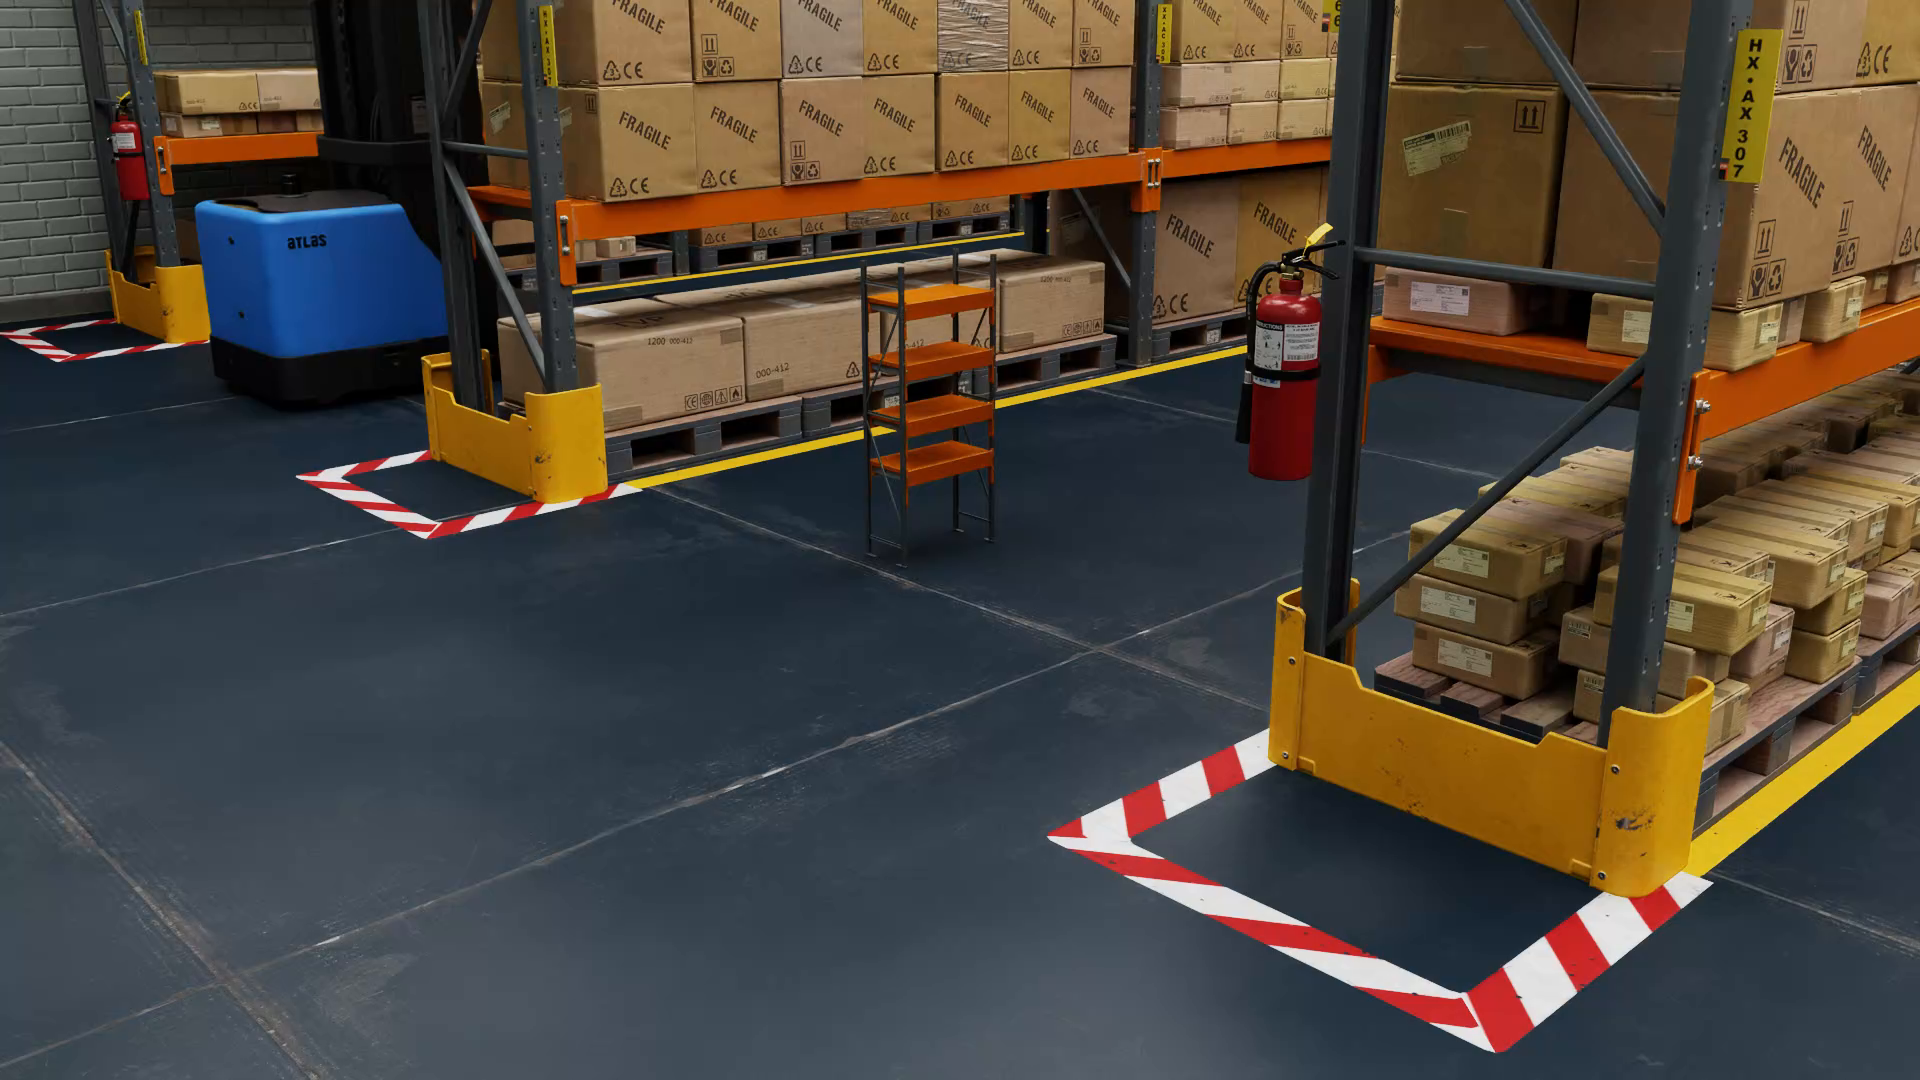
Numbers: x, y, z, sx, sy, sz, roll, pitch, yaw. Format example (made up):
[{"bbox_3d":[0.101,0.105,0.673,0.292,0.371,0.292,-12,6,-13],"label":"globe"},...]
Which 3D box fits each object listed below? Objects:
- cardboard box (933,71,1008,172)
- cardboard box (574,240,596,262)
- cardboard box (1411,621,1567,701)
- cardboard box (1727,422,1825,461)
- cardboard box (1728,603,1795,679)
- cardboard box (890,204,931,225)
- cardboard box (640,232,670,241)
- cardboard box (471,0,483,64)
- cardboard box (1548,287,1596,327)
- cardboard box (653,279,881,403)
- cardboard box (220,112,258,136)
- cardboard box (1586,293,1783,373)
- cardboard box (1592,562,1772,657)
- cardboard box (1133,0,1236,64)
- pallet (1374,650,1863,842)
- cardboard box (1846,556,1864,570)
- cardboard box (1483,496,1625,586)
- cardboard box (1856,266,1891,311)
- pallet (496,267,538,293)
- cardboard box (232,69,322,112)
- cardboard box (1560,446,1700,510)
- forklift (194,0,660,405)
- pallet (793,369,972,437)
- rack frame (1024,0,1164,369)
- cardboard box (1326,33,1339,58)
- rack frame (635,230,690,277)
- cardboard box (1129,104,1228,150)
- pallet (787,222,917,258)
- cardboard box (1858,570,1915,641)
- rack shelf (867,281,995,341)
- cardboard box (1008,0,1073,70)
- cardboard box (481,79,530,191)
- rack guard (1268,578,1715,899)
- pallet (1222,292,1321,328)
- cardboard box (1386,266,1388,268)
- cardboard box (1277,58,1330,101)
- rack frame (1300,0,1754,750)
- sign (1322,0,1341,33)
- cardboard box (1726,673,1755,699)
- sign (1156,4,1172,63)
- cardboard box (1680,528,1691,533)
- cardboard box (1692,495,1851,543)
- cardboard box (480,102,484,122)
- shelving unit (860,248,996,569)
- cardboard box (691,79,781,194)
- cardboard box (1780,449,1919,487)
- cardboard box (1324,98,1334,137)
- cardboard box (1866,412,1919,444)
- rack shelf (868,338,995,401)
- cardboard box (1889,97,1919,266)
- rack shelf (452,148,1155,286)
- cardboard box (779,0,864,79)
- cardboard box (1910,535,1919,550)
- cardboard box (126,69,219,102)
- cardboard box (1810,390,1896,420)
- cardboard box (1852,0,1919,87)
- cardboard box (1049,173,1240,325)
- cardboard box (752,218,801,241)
[{"bbox_3d":[-0.090,-2.273,8.969,0.500,0.500,0.500,-17,24,-42],"label":"cardboard box"},{"bbox_3d":[-3.079,-2.352,13.128,0.258,0.266,0.396,-15,23,-39],"label":"cardboard box"},{"bbox_3d":[1.604,0.333,5.036,0.250,0.149,0.380,-16,24,-40],"label":"cardboard box"},{"bbox_3d":[2.932,-0.331,6.119,0.380,0.149,0.250,17,24,42],"label":"cardboard box"},{"bbox_3d":[2.160,0.251,4.807,0.250,0.149,0.380,-16,24,-41],"label":"cardboard box"},{"bbox_3d":[-0.618,-3.218,15.418,0.500,0.500,0.500,-15,23,-39],"label":"cardboard box"},{"bbox_3d":[-2.463,-2.893,14.417,0.500,0.500,0.500,-16,24,-41],"label":"cardboard box"},{"bbox_3d":[-3.881,-3.883,12.643,0.500,0.500,0.500,-17,25,-42],"label":"cardboard box"},{"bbox_3d":[1.614,-0.723,4.757,0.250,0.149,0.380,-16,24,-41],"label":"cardboard box"},{"bbox_3d":[-1.039,-1.092,8.963,0.875,0.438,0.875,-15,24,-39],"label":"cardboard box"},{"bbox_3d":[-4.942,-2.818,11.219,0.250,0.149,0.380,-15,24,-39],"label":"cardboard box"},{"bbox_3d":[1.825,-0.541,4.197,0.250,0.149,0.380,-17,24,-41],"label":"cardboard box"},{"bbox_3d":[1.979,0.173,4.564,0.380,0.149,0.250,17,24,41],"label":"cardboard box"},{"bbox_3d":[1.314,-3.153,10.062,0.500,0.500,0.500,-16,24,-40],"label":"cardboard box"},{"bbox_3d":[2.035,0.481,5.159,1.213,0.211,1.003,-16,24,-41],"label":"pallet"},{"bbox_3d":[2.665,0.071,5.360,0.380,0.149,0.250,16,24,41],"label":"cardboard box"},{"bbox_3d":[1.797,-0.001,5.102,0.250,0.149,0.380,-16,24,-40],"label":"cardboard box"},{"bbox_3d":[2.522,-0.787,4.955,0.250,0.149,0.380,-17,24,-41],"label":"cardboard box"},{"bbox_3d":[-4.002,-1.981,12.752,1.213,0.211,1.003,-16,24,-41],"label":"pallet"},{"bbox_3d":[-4.642,-3.078,11.374,0.500,0.250,0.500,-16,24,-40],"label":"cardboard box"},{"bbox_3d":[2.287,-0.195,5.699,0.250,0.149,0.380,-15,23,-39],"label":"cardboard box"},{"bbox_3d":[-2.963,-2.515,9.989,3.031,2.935,1.130,-17,25,-42],"label":"forklift"},{"bbox_3d":[-0.696,-0.871,9.329,1.213,0.211,1.003,-16,24,-41],"label":"pallet"},{"bbox_3d":[0.797,-2.601,10.143,0.127,3.000,1.000,-16,24,-41],"label":"rack frame"},{"bbox_3d":[2.402,-3.483,11.082,0.500,0.500,0.500,-17,24,-42],"label":"cardboard box"},{"bbox_3d":[-2.616,-3.712,13.571,0.127,3.000,1.000,-16,24,-41],"label":"rack frame"},{"bbox_3d":[1.298,-2.564,10.271,0.500,0.250,0.500,-17,25,-42],"label":"cardboard box"},{"bbox_3d":[-1.164,-2.827,15.360,1.213,0.211,1.003,-16,24,-41],"label":"pallet"},{"bbox_3d":[2.897,0.185,5.491,0.380,0.149,0.250,16,24,41],"label":"cardboard box"},{"bbox_3d":[-0.120,-0.909,6.570,0.480,0.148,0.258,-16,24,-41],"label":"rack shelf"},{"bbox_3d":[0.270,-2.856,9.148,0.500,0.500,0.500,-17,24,-42],"label":"cardboard box"},{"bbox_3d":[-1.941,-1.962,8.011,0.500,0.500,0.500,-16,24,-41],"label":"cardboard box"},{"bbox_3d":[1.420,0.508,4.608,0.348,0.500,1.175,-16,24,-41],"label":"rack guard"},{"bbox_3d":[2.193,-1.715,11.931,1.213,0.211,1.003,-16,24,-41],"label":"pallet"},{"bbox_3d":[3.144,-2.510,12.626,0.875,0.875,0.875,-17,24,-41],"label":"cardboard box"},{"bbox_3d":[2.055,-3.015,10.853,0.500,0.250,0.500,-16,24,-40],"label":"cardboard box"},{"bbox_3d":[1.365,-0.665,4.173,0.127,3.000,1.000,-16,24,-41],"label":"rack frame"},{"bbox_3d":[0.998,-1.495,4.343,0.005,0.325,0.100,-16,24,-41],"label":"sign"},{"bbox_3d":[2.099,0.378,4.897,0.250,0.149,0.380,-16,24,-41],"label":"cardboard box"},{"bbox_3d":[1.179,-2.926,9.614,0.005,0.325,0.100,-16,24,-41],"label":"sign"},{"bbox_3d":[2.195,0.029,5.490,0.250,0.149,0.380,-17,24,-41],"label":"cardboard box"},{"bbox_3d":[2.491,-0.008,5.123,0.380,0.149,0.250,16,24,41],"label":"cardboard box"},{"bbox_3d":[-3.661,-3.209,12.425,0.250,0.149,0.380,-16,24,-40],"label":"cardboard box"},{"bbox_3d":[-0.120,-0.536,6.691,0.503,1.200,0.258,-16,24,-41],"label":"shelving unit"},{"bbox_3d":[-1.215,-1.952,7.978,0.500,0.500,0.500,-17,24,-42],"label":"cardboard box"},{"bbox_3d":[3.038,-0.185,5.668,0.250,0.149,0.380,-16,24,-41],"label":"cardboard box"},{"bbox_3d":[2.426,-2.882,11.255,0.500,0.250,0.500,-17,24,-42],"label":"cardboard box"},{"bbox_3d":[3.615,-0.351,6.180,0.250,0.149,0.380,-15,23,-39],"label":"cardboard box"},{"bbox_3d":[-0.120,-0.684,6.643,0.480,0.148,0.258,-16,24,-41],"label":"rack shelf"},{"bbox_3d":[2.617,-1.108,4.893,0.500,0.500,0.500,-16,24,-40],"label":"cardboard box"},{"bbox_3d":[-0.656,-1.835,8.947,4.000,0.370,1.077,-16,24,-41],"label":"rack shelf"},{"bbox_3d":[-0.826,-2.536,8.160,0.500,0.500,0.500,-16,24,-41],"label":"cardboard box"},{"bbox_3d":[3.260,-0.097,5.881,0.380,0.149,0.250,17,24,41],"label":"cardboard box"},{"bbox_3d":[-5.371,-3.092,11.418,0.500,0.250,0.500,-15,23,-39],"label":"cardboard box"},{"bbox_3d":[3.488,-0.503,6.650,0.250,0.149,0.380,-17,24,-42],"label":"cardboard box"},{"bbox_3d":[2.236,-1.474,4.402,0.500,0.500,0.500,-15,23,-39],"label":"cardboard box"},{"bbox_3d":[1.192,-1.939,10.866,0.875,0.875,0.875,-15,23,-39],"label":"cardboard box"},{"bbox_3d":[-1.730,-2.890,14.407,0.500,0.500,0.500,-17,24,-42],"label":"cardboard box"}]
